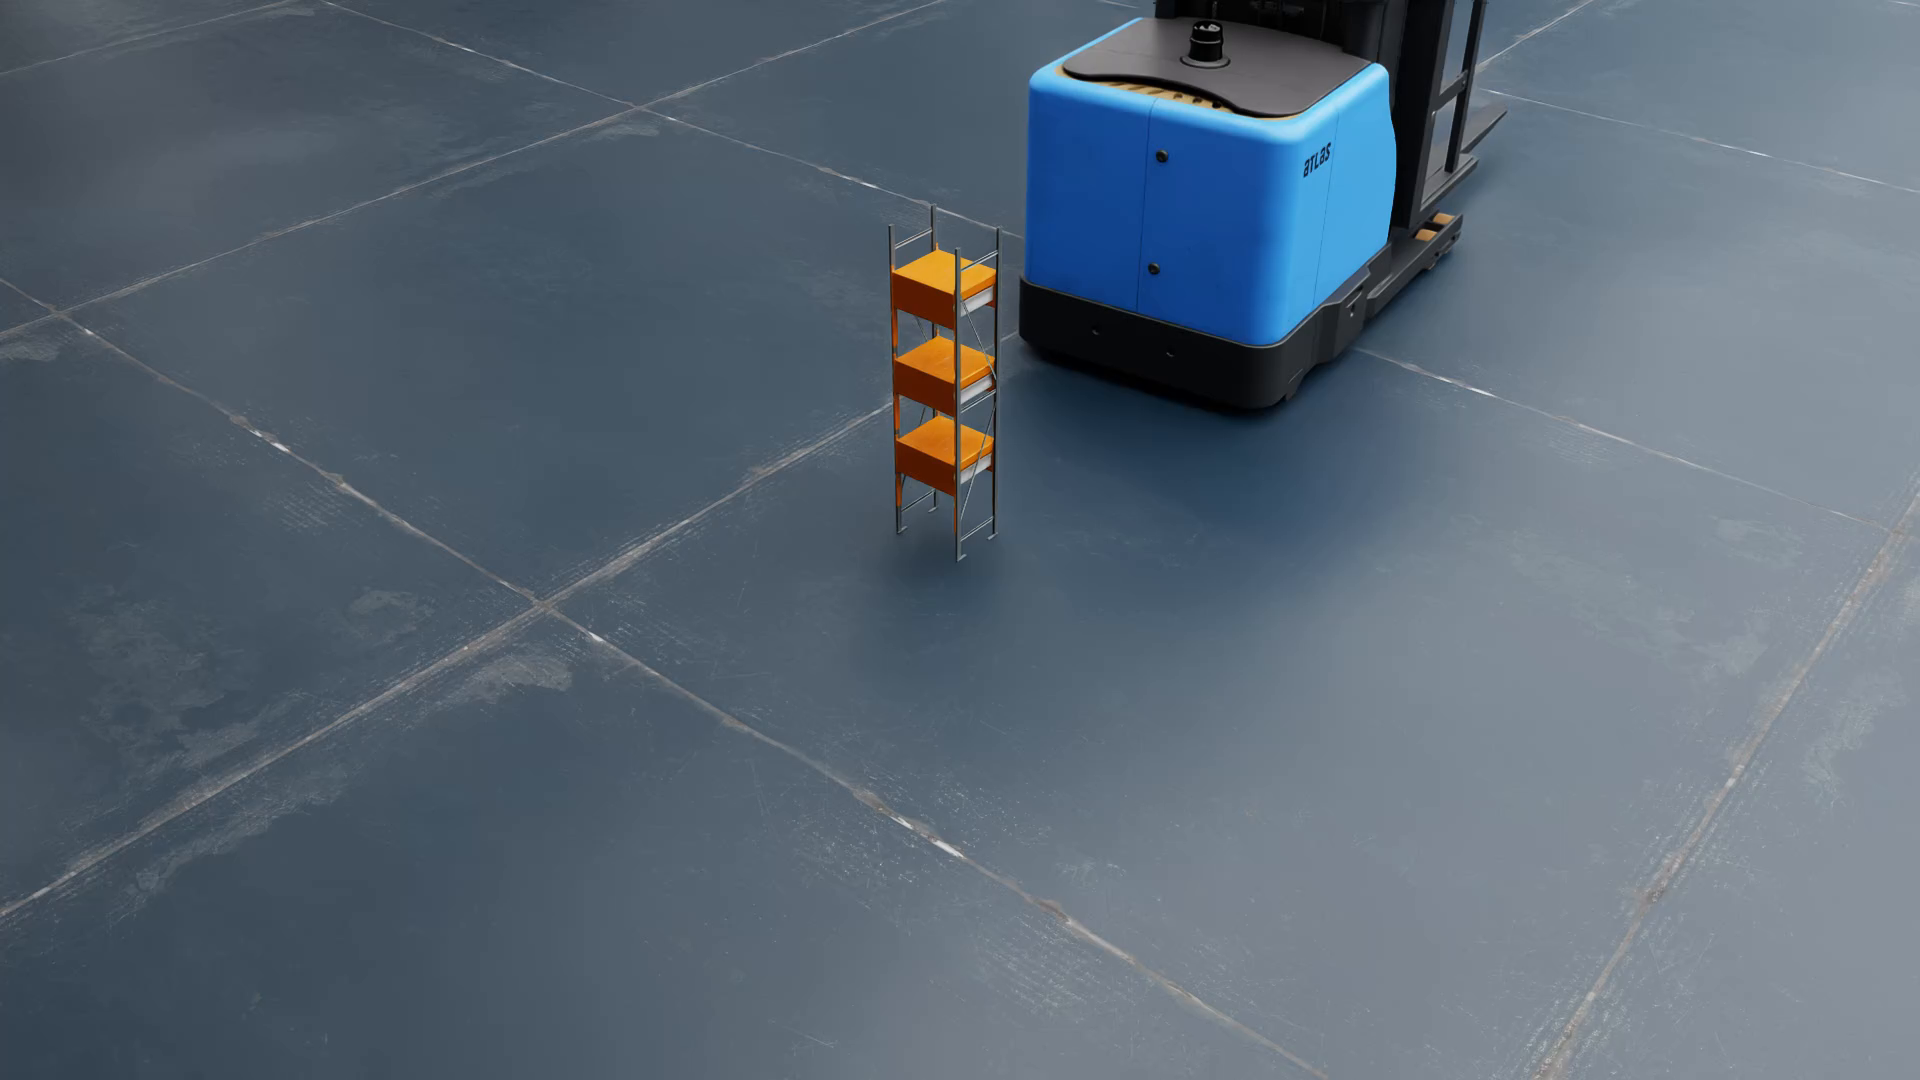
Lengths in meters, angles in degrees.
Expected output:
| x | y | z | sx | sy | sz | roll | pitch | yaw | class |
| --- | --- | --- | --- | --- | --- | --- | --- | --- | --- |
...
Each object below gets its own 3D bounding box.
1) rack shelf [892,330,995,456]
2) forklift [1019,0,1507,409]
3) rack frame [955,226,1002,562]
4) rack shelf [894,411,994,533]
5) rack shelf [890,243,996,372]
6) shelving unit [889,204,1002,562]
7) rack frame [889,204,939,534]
| x | y | z | sx | sy | sz | roll | pitch | yaw | class |
| --- | --- | --- | --- | --- | --- | --- | --- | --- | --- |
| -0.041 | -0.443 | 4.987 | 0.240 | 0.259 | 0.215 | 25 | 42 | 32 | rack shelf |
| 1.457 | -2.459 | 6.242 | 1.130 | 2.935 | 3.031 | 21 | 40 | 27 | forklift |
| 0.053 | -0.408 | 4.917 | 0.008 | 1.050 | 0.200 | 25 | 42 | 32 | rack frame |
| -0.041 | -0.214 | 5.144 | 0.240 | 0.259 | 0.215 | 25 | 42 | 32 | rack shelf |
| -0.041 | -0.677 | 4.826 | 0.240 | 0.259 | 0.215 | 25 | 42 | 32 | rack shelf |
| -0.041 | -0.452 | 4.981 | 0.252 | 1.050 | 0.215 | 25 | 42 | 32 | shelving unit |
| -0.135 | -0.496 | 5.045 | 0.008 | 1.050 | 0.200 | 25 | 42 | 32 | rack frame |
